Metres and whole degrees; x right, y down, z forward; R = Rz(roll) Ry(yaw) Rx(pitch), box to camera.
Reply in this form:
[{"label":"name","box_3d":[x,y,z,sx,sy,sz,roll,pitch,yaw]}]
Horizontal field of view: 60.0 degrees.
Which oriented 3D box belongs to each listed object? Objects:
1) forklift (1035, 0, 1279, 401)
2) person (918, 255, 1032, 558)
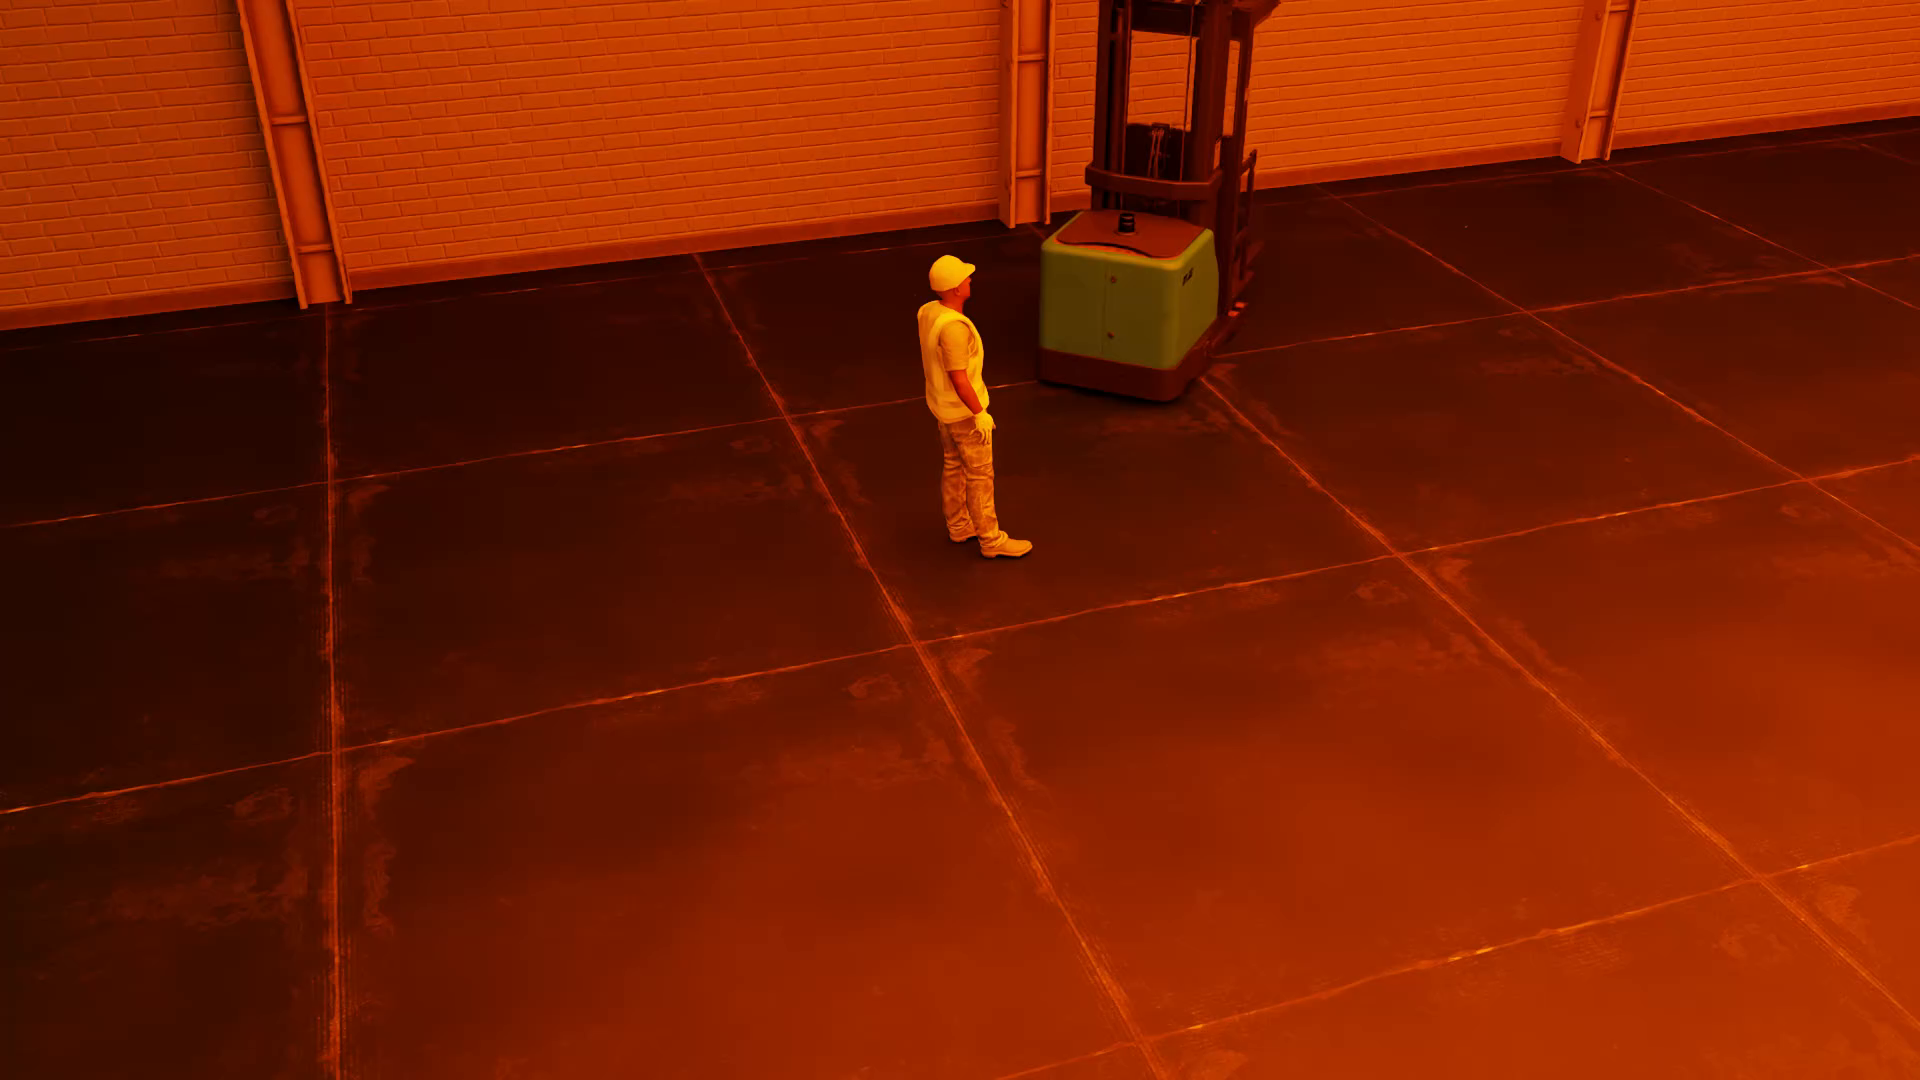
[{"label":"forklift","box_3d":[1.611,-2.949,12.212,1.130,2.935,3.031,13,32,21]},{"label":"person","box_3d":[0.071,-0.786,9.590,0.577,1.782,0.656,-10,31,-16]}]
